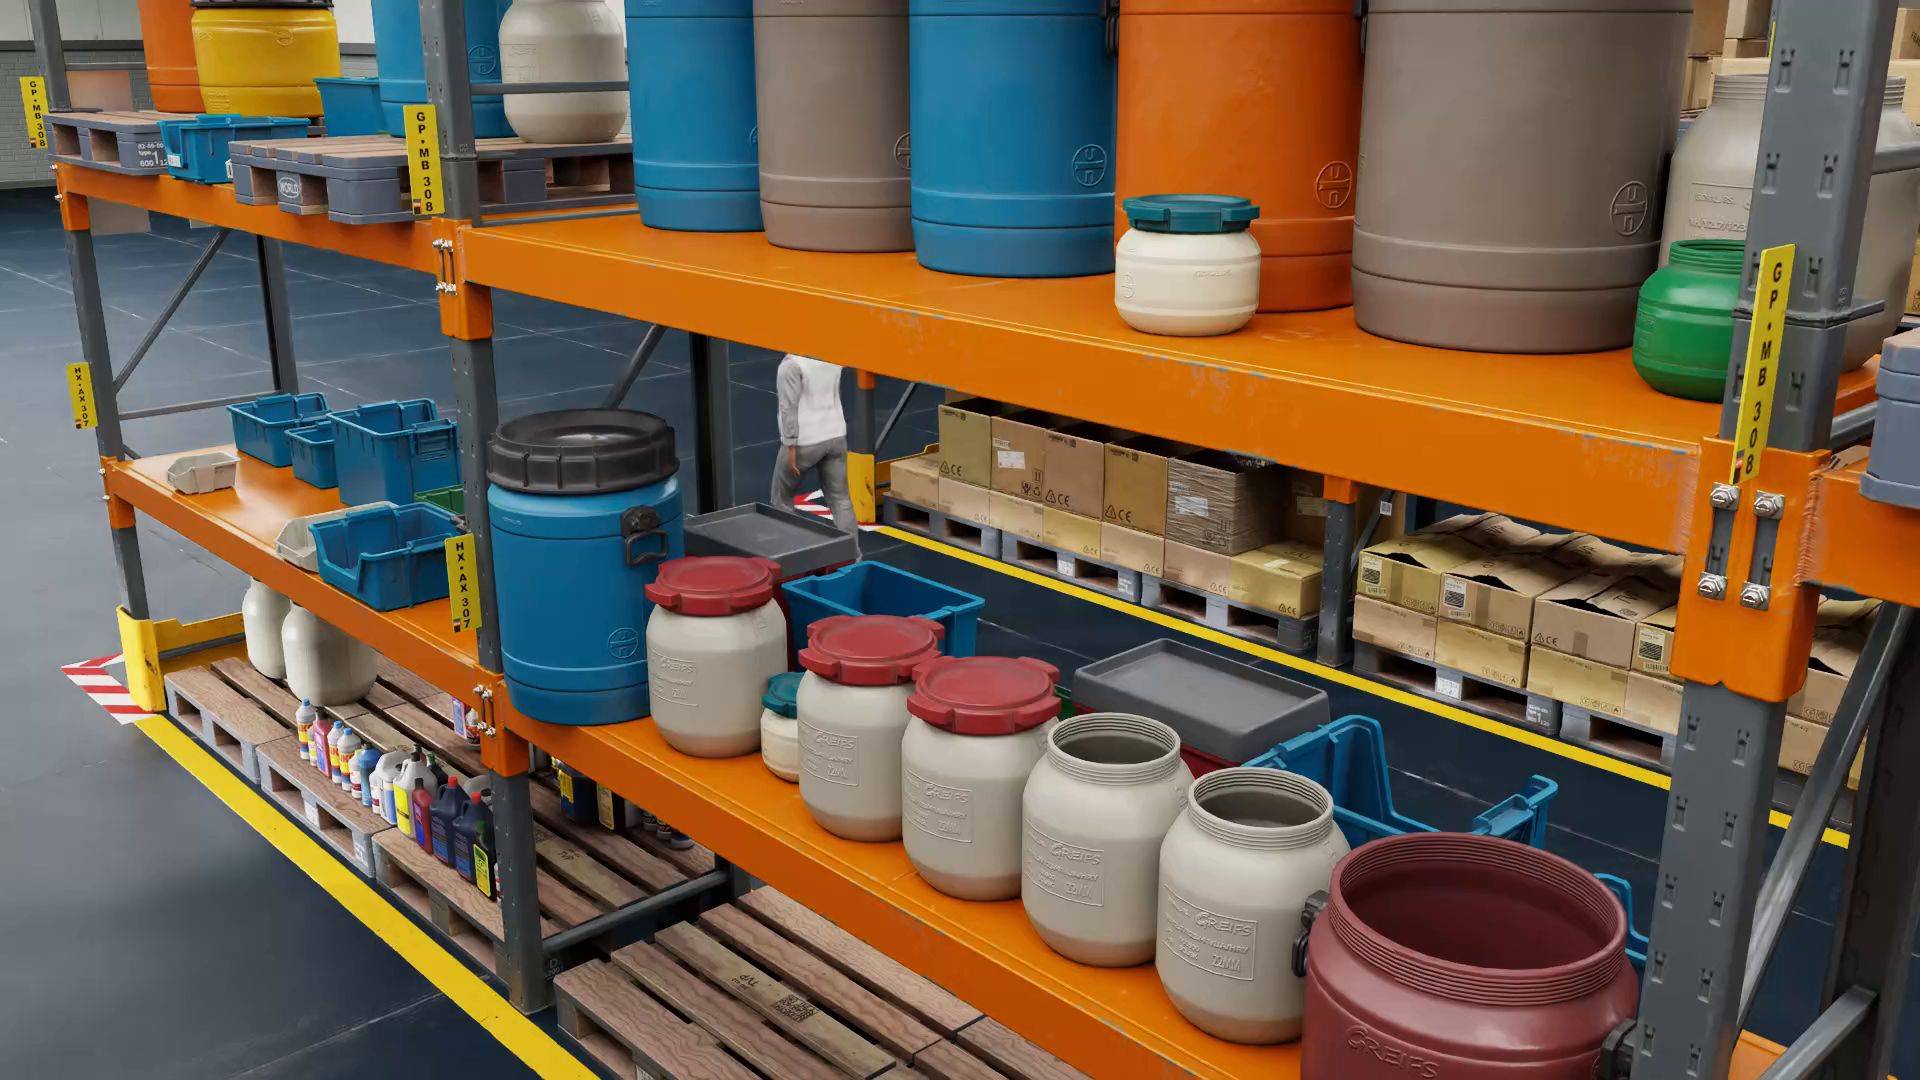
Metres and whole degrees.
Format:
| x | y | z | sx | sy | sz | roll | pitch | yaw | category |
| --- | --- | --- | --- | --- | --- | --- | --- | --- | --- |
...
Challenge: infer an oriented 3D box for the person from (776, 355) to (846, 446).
| x | y | z | sx | sy | sz | roll | pitch | yaw | category |
| --- | --- | --- | --- | --- | --- | --- | --- | --- | --- |
| -0.979 | -0.646 | 10.595 | 0.445 | 1.759 | 0.906 | -14 | 22 | -39 | person |
